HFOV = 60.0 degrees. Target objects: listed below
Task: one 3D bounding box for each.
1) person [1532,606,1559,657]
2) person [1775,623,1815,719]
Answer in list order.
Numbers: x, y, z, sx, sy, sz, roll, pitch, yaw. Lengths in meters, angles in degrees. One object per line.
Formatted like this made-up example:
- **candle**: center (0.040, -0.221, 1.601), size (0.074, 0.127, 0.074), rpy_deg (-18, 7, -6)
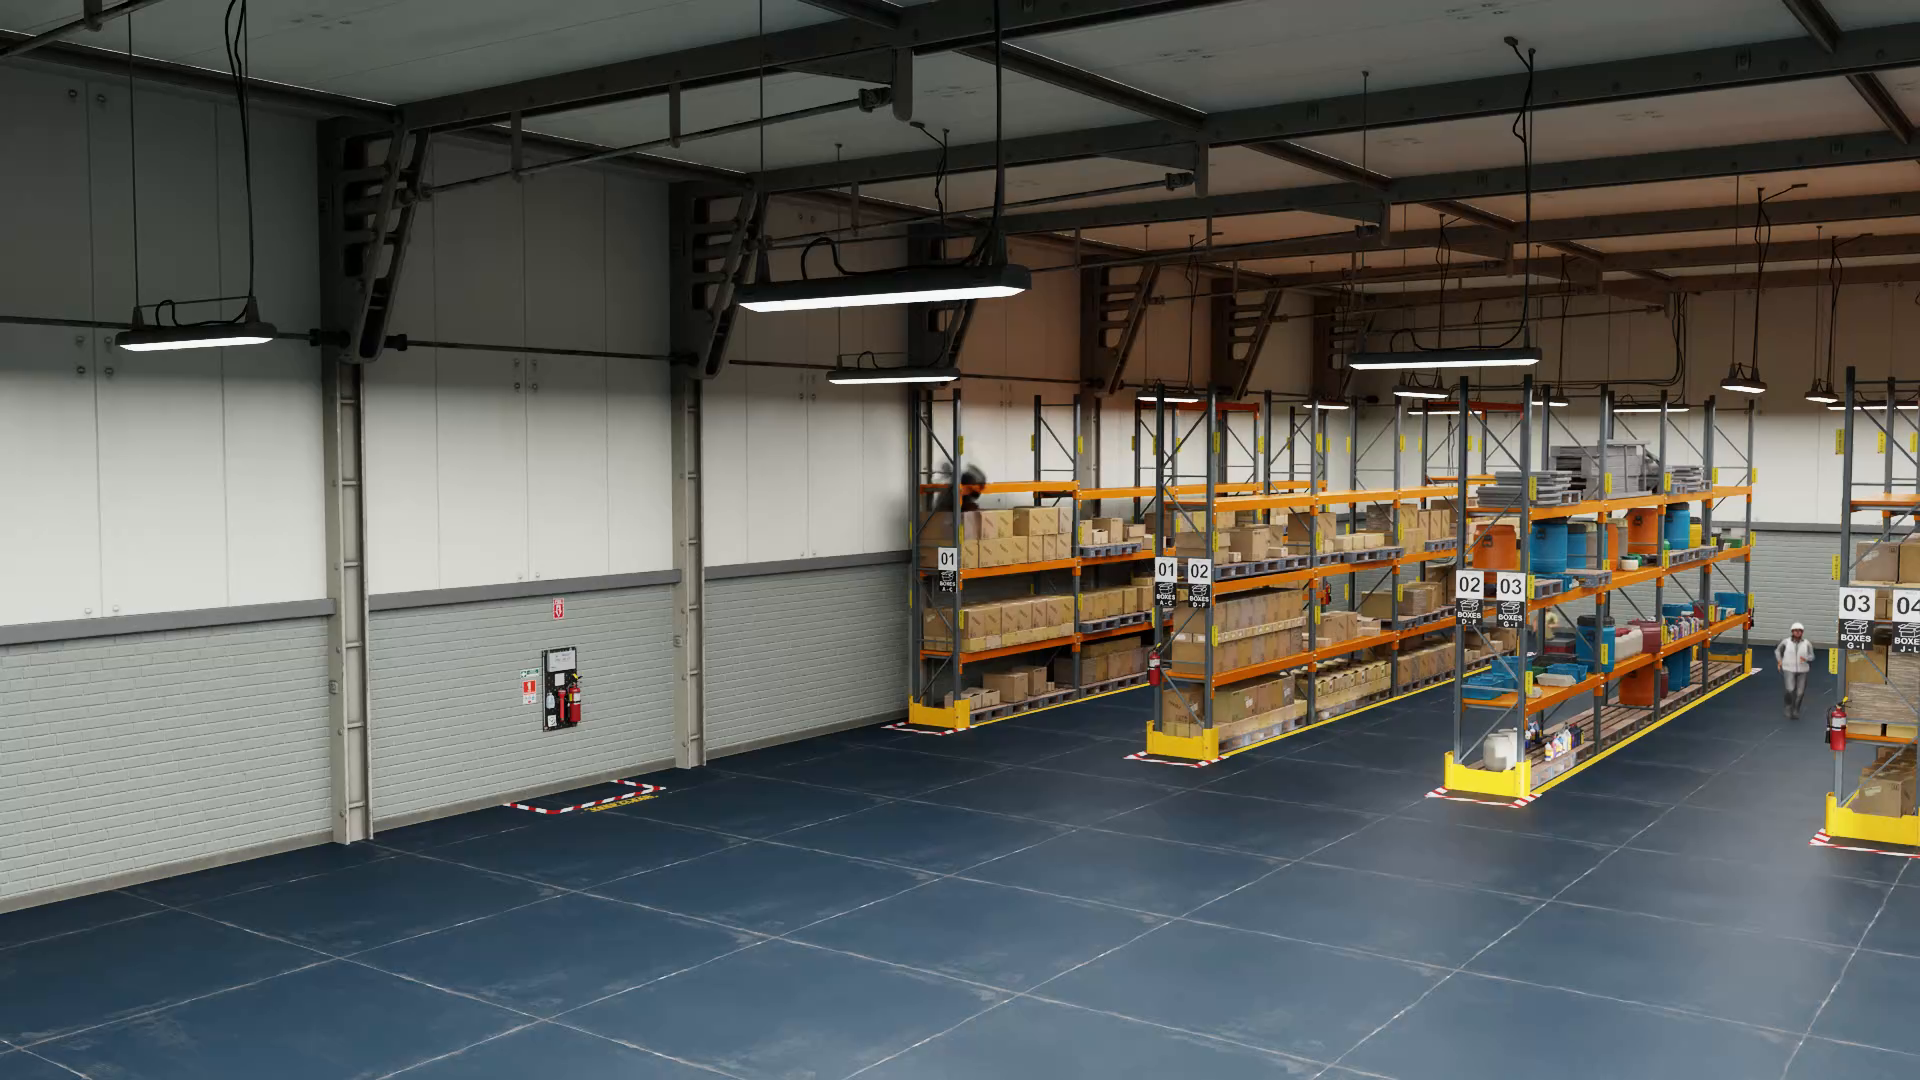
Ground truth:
- **person**: center (12.538, 2.110, 35.644), size (0.572, 1.658, 0.966), rpy_deg (2, 4, 27)
- **person**: center (15.234, 2.388, 30.325), size (0.630, 1.753, 0.678), rpy_deg (1, 3, 19)
